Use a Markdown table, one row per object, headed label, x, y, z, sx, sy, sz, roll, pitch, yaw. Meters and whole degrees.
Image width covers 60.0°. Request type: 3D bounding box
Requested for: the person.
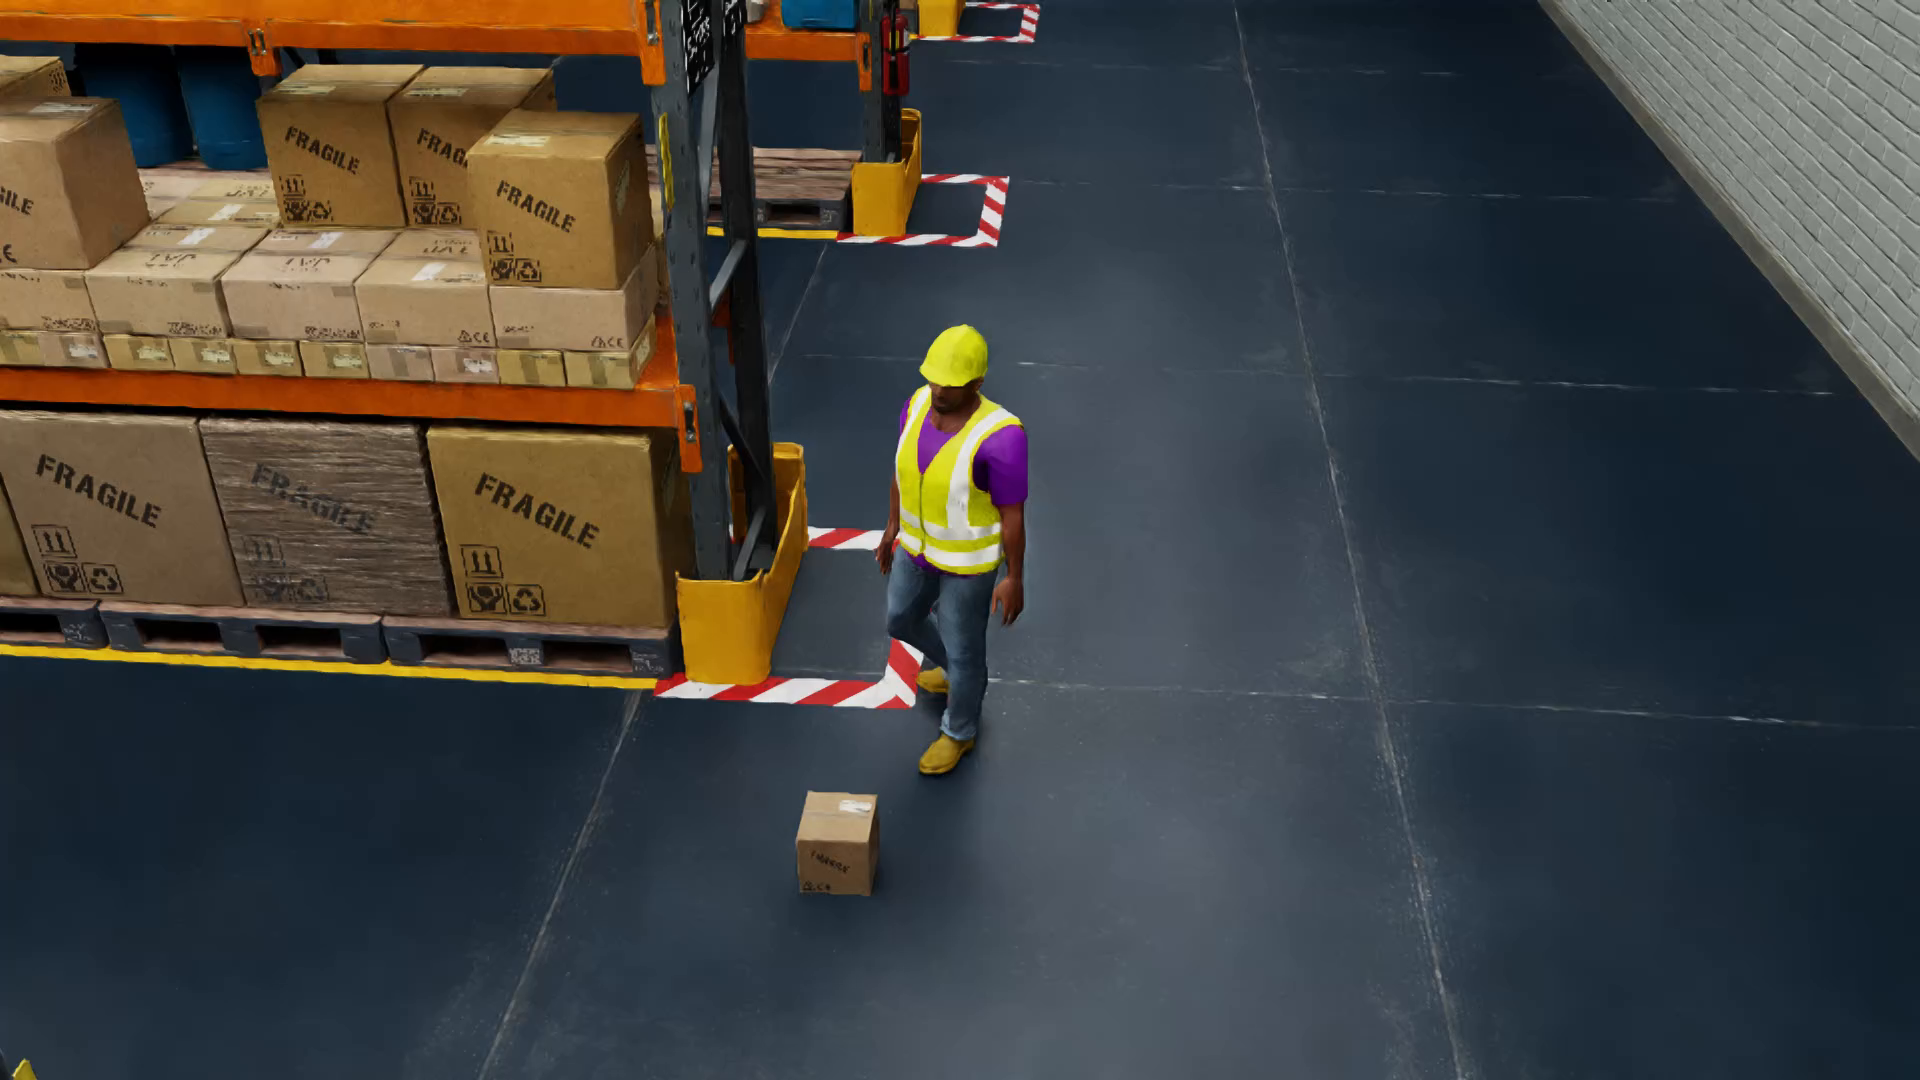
| label | x | y | z | sx | sy | sz | roll | pitch | yaw |
| --- | --- | --- | --- | --- | --- | --- | --- | --- | --- |
| person | -0.019 | 0.027 | 6.055 | 0.523 | 1.766 | 0.667 | -27 | 41 | -36 |
